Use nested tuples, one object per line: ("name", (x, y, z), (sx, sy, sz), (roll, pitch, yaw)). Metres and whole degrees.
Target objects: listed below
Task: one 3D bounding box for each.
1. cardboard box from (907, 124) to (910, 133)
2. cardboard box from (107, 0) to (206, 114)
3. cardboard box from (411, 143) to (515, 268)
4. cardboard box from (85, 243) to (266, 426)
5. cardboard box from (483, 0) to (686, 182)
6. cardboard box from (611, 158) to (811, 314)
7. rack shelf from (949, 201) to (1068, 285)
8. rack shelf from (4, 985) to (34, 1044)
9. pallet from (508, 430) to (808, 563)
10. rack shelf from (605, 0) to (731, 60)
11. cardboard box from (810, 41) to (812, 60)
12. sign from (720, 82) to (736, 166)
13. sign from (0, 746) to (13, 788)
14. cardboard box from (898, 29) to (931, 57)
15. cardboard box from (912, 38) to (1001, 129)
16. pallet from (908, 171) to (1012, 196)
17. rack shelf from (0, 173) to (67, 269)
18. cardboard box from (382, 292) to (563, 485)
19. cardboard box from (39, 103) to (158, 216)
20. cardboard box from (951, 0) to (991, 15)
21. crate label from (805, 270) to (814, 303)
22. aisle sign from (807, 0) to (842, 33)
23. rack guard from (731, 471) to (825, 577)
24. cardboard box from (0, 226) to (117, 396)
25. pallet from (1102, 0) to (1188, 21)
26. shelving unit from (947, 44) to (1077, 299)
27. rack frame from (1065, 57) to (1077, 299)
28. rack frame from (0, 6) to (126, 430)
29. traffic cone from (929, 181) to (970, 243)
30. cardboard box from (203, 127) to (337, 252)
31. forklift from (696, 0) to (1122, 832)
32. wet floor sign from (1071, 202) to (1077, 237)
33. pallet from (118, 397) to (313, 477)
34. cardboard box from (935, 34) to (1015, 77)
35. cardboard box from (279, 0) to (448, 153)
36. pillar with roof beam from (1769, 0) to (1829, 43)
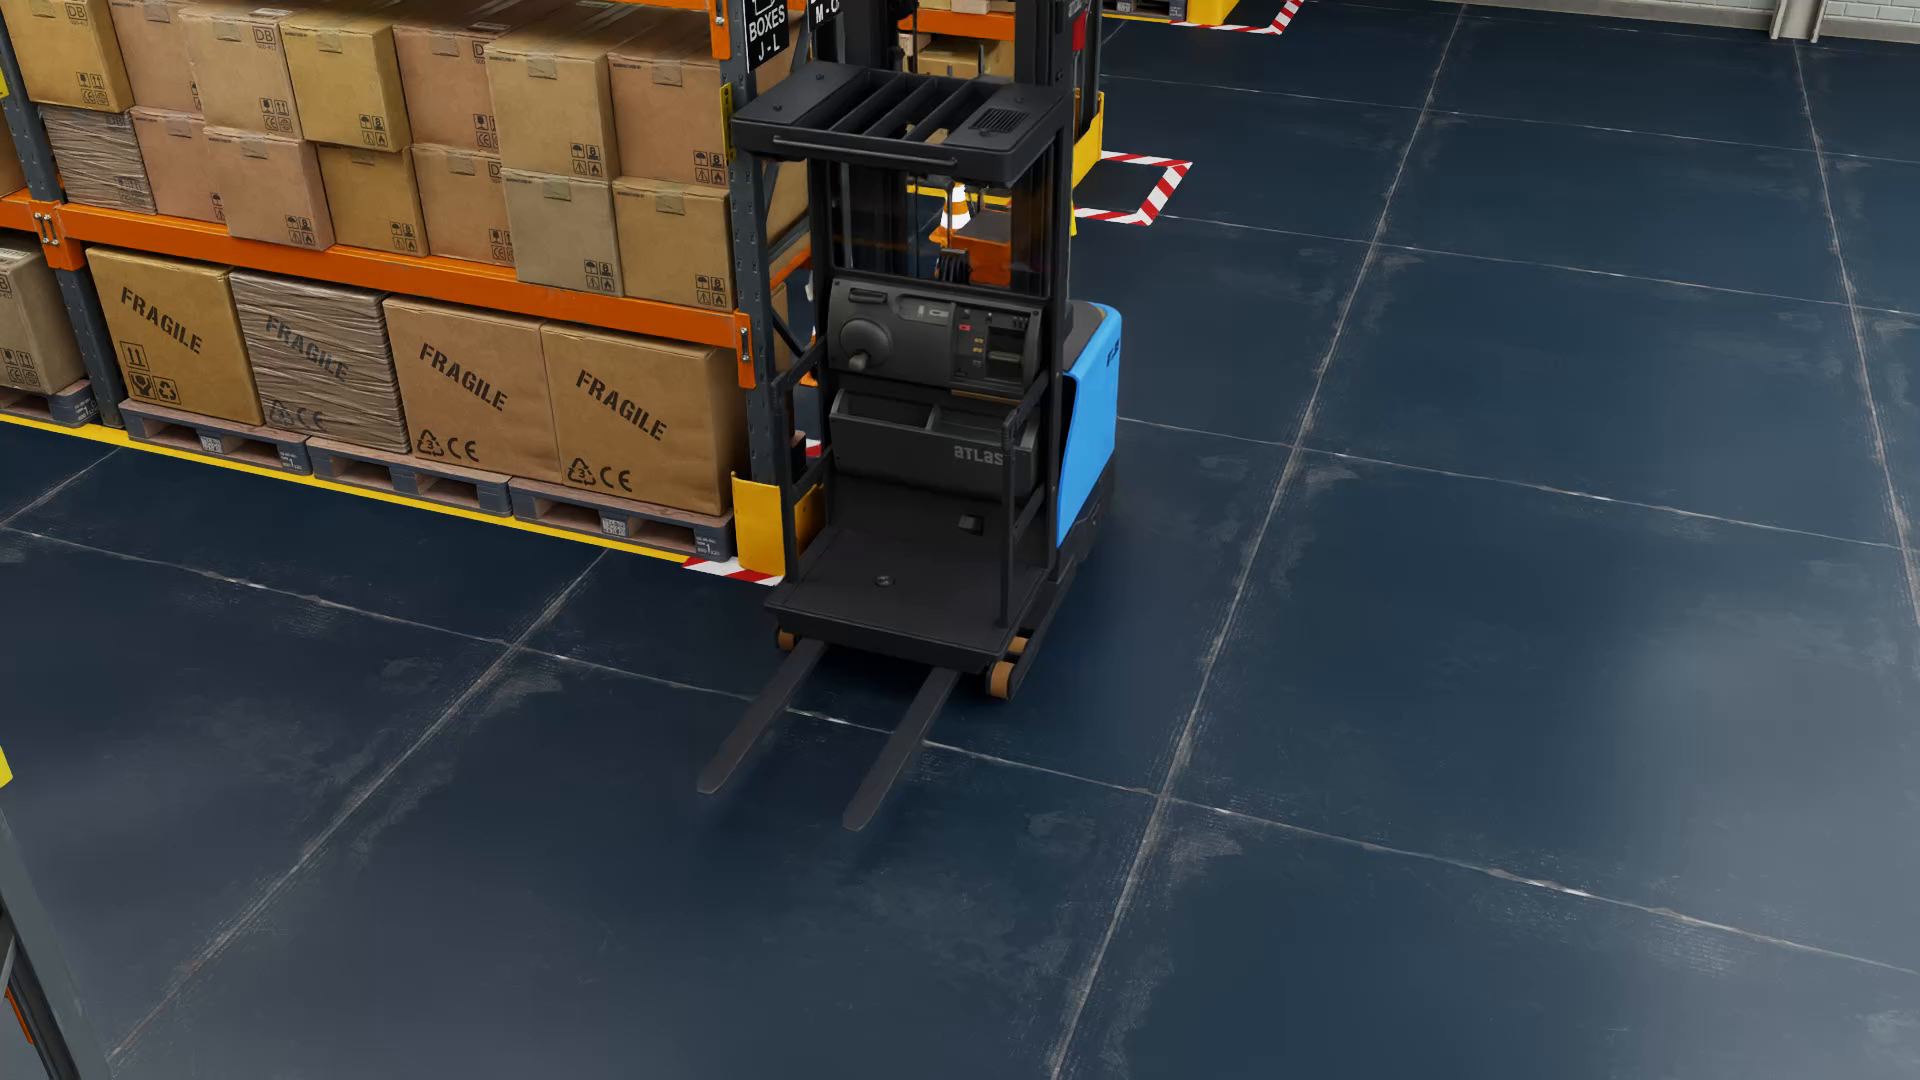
("cardboard box", (-0.520, -3.078, 12.399), (0.500, 0.250, 0.500), (11, 34, 17))
("cardboard box", (-3.630, -2.523, 8.259), (0.550, 0.550, 0.875), (11, 34, 16))
("cardboard box", (-2.132, -1.765, 8.080), (0.550, 0.550, 0.875), (11, 34, 16))
("cardboard box", (-3.955, -1.266, 9.017), (0.875, 0.875, 0.875), (12, 35, 17))
("cardboard box", (-1.643, -2.059, 7.540), (0.550, 0.550, 0.875), (11, 34, 16))
("cardboard box", (-1.122, -1.509, 7.683), (0.550, 0.550, 0.875), (11, 34, 16))
("rack shelf", (0.251, -1.375, 8.467), (0.480, 0.518, 0.431), (14, 36, 20))
("rack shelf", (-4.409, 1.049, 4.522), (4.000, 0.370, 1.077), (11, 34, 16))
("pallet", (-1.537, -0.336, 8.576), (1.213, 0.211, 1.003), (11, 34, 16))
("rack shelf", (-2.640, -2.725, 7.603), (4.000, 0.370, 1.077), (11, 34, 16))
("cardboard box", (-0.990, -3.486, 12.341), (0.500, 0.500, 0.500), (10, 34, 15))
("sign", (-0.954, -1.712, 6.851), (0.005, 0.325, 0.100), (11, 34, 16))
("sign", (-2.343, 0.472, 3.955), (0.005, 0.325, 0.100), (11, 34, 16))
("cardboard box", (-0.393, -3.602, 11.922), (0.250, 0.149, 0.380), (12, 35, 18))
("cardboard box", (-0.025, -3.297, 12.047), (0.500, 0.500, 0.500), (11, 35, 17))
("pallet", (-0.007, -2.956, 12.634), (1.213, 0.211, 1.003), (11, 34, 16))
("rack shelf", (-6.406, -2.197, 9.550), (4.000, 0.370, 1.077), (11, 34, 16))
("cardboard box", (-2.247, -0.935, 8.505), (0.875, 0.875, 0.875), (10, 34, 16))
("cardboard box", (-4.172, -2.135, 8.652), (0.550, 0.550, 0.875), (11, 34, 16))
("cardboard box", (0.117, -3.790, 11.587), (0.250, 0.149, 0.380), (11, 34, 16))
("crate label", (-0.838, -1.648, 10.676), (0.298, 0.136, 0.250), (-6, 33, -9))
("aisle sign", (-0.590, -2.633, 7.167), (0.004, 0.787, 0.394), (11, 34, 16))
("rack guard", (-0.735, -0.346, 8.326), (0.348, 0.500, 1.175), (11, 34, 16))
("cardboard box", (-5.138, -1.432, 9.389), (0.750, 0.750, 1.050), (11, 34, 16))
("pallet", (1.754, -5.429, 16.464), (1.213, 0.211, 1.003), (11, 34, 16))
("shelving unit", (0.251, -1.387, 8.460), (0.503, 2.100, 0.431), (14, 36, 20))
("rack frame", (0.473, -1.332, 8.375), (0.015, 2.100, 0.400), (14, 36, 20))
("rack frame", (-4.523, -2.133, 8.788), (0.127, 3.000, 1.000), (11, 34, 16))
("traffic cone", (-0.023, -2.301, 11.388), (0.334, 0.463, 0.336), (11, 34, 16))
("cardboard box", (-3.178, -1.887, 8.268), (0.550, 0.550, 0.875), (11, 34, 16))
("forklift", (-0.183, -0.796, 6.781), (1.130, 2.935, 3.031), (11, 34, 17))
("wet floor sign", (0.635, -2.377, 11.336), (0.232, 0.644, 0.267), (24, 40, 32))
("pallet", (-3.834, -0.782, 9.267), (1.213, 0.211, 1.003), (11, 34, 16))
("cardboard box", (0.129, -3.576, 12.480), (0.500, 0.500, 0.500), (10, 34, 15))
("cardboard box", (-2.667, -2.261, 7.853), (0.500, 0.550, 0.875), (11, 34, 16))
("pillar with roof beam", (6.333, -6.294, 9.702), (0.400, 9.000, 9.100), (11, 34, 16))
